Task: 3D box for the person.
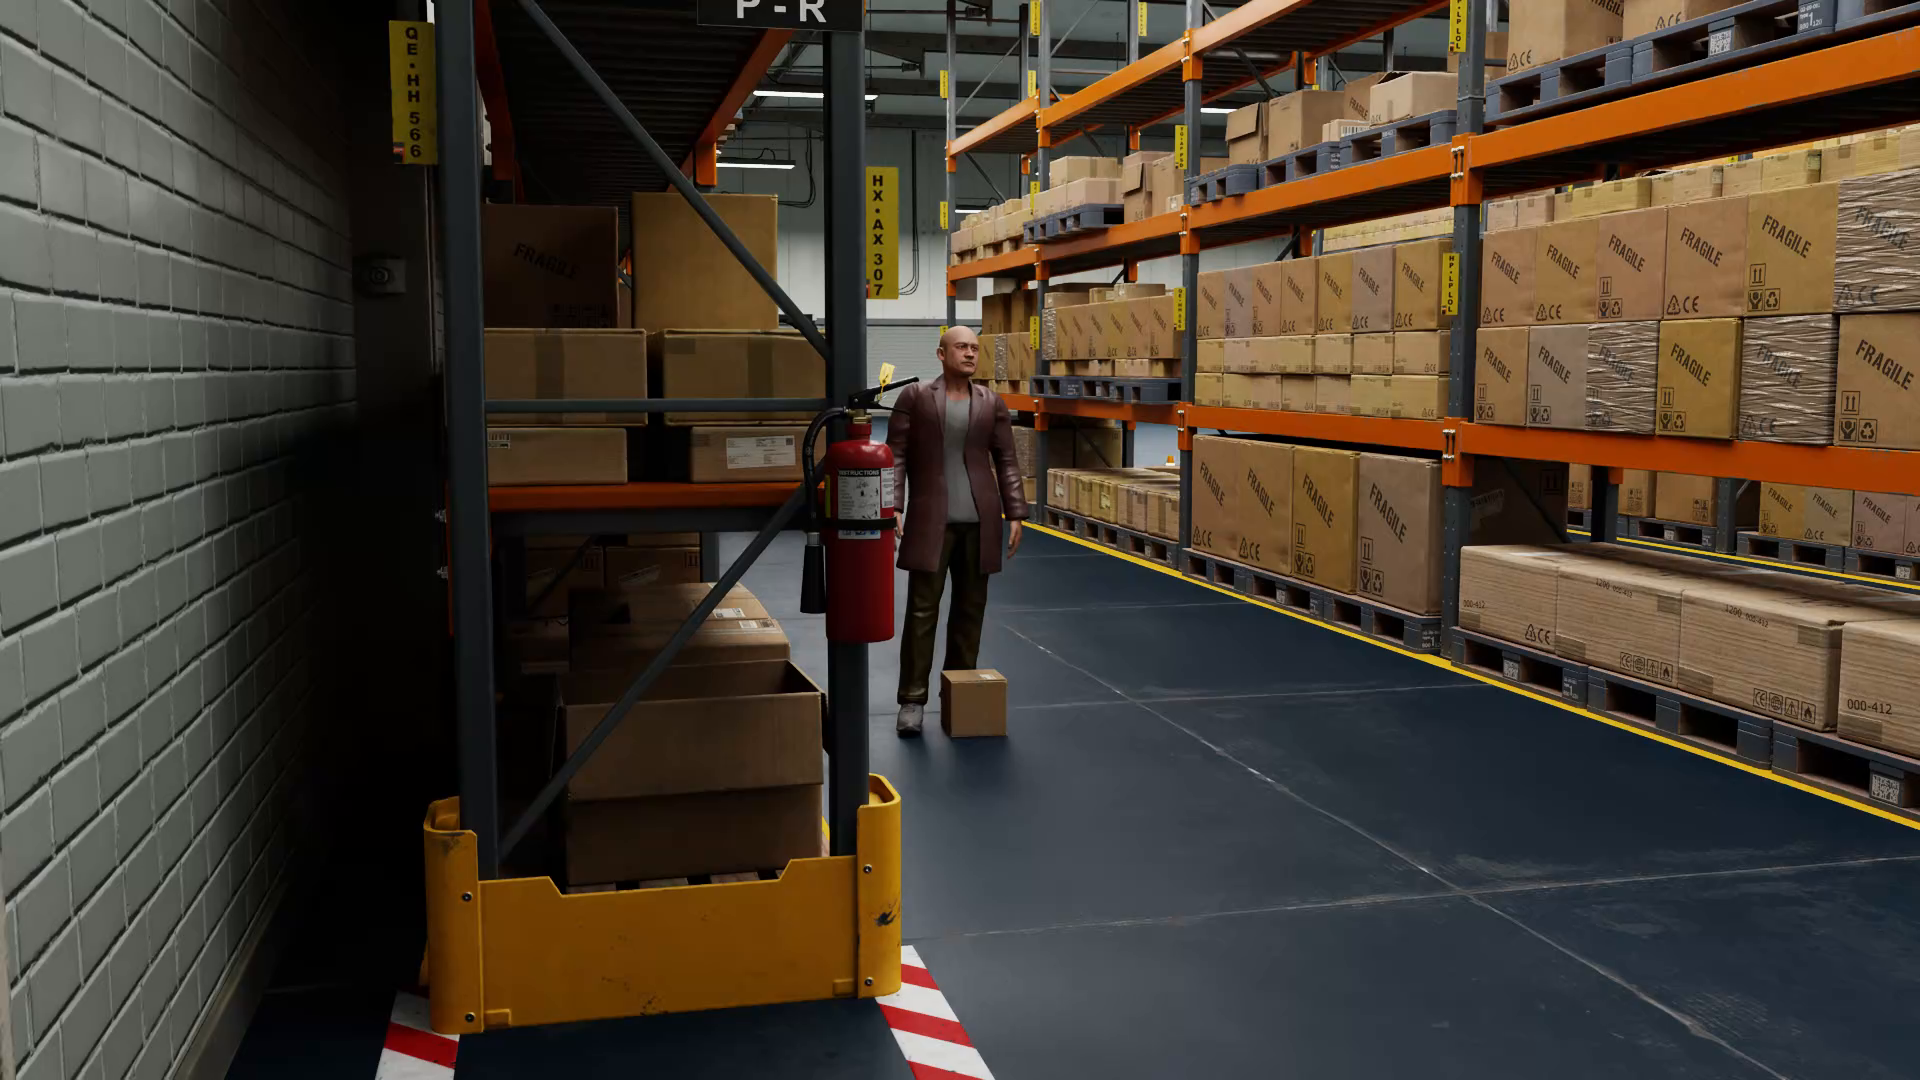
[{"bbox_3d":[-0.009,0.029,7.449,0.695,1.582,0.582,-1,6,-13],"label":"person"}]
